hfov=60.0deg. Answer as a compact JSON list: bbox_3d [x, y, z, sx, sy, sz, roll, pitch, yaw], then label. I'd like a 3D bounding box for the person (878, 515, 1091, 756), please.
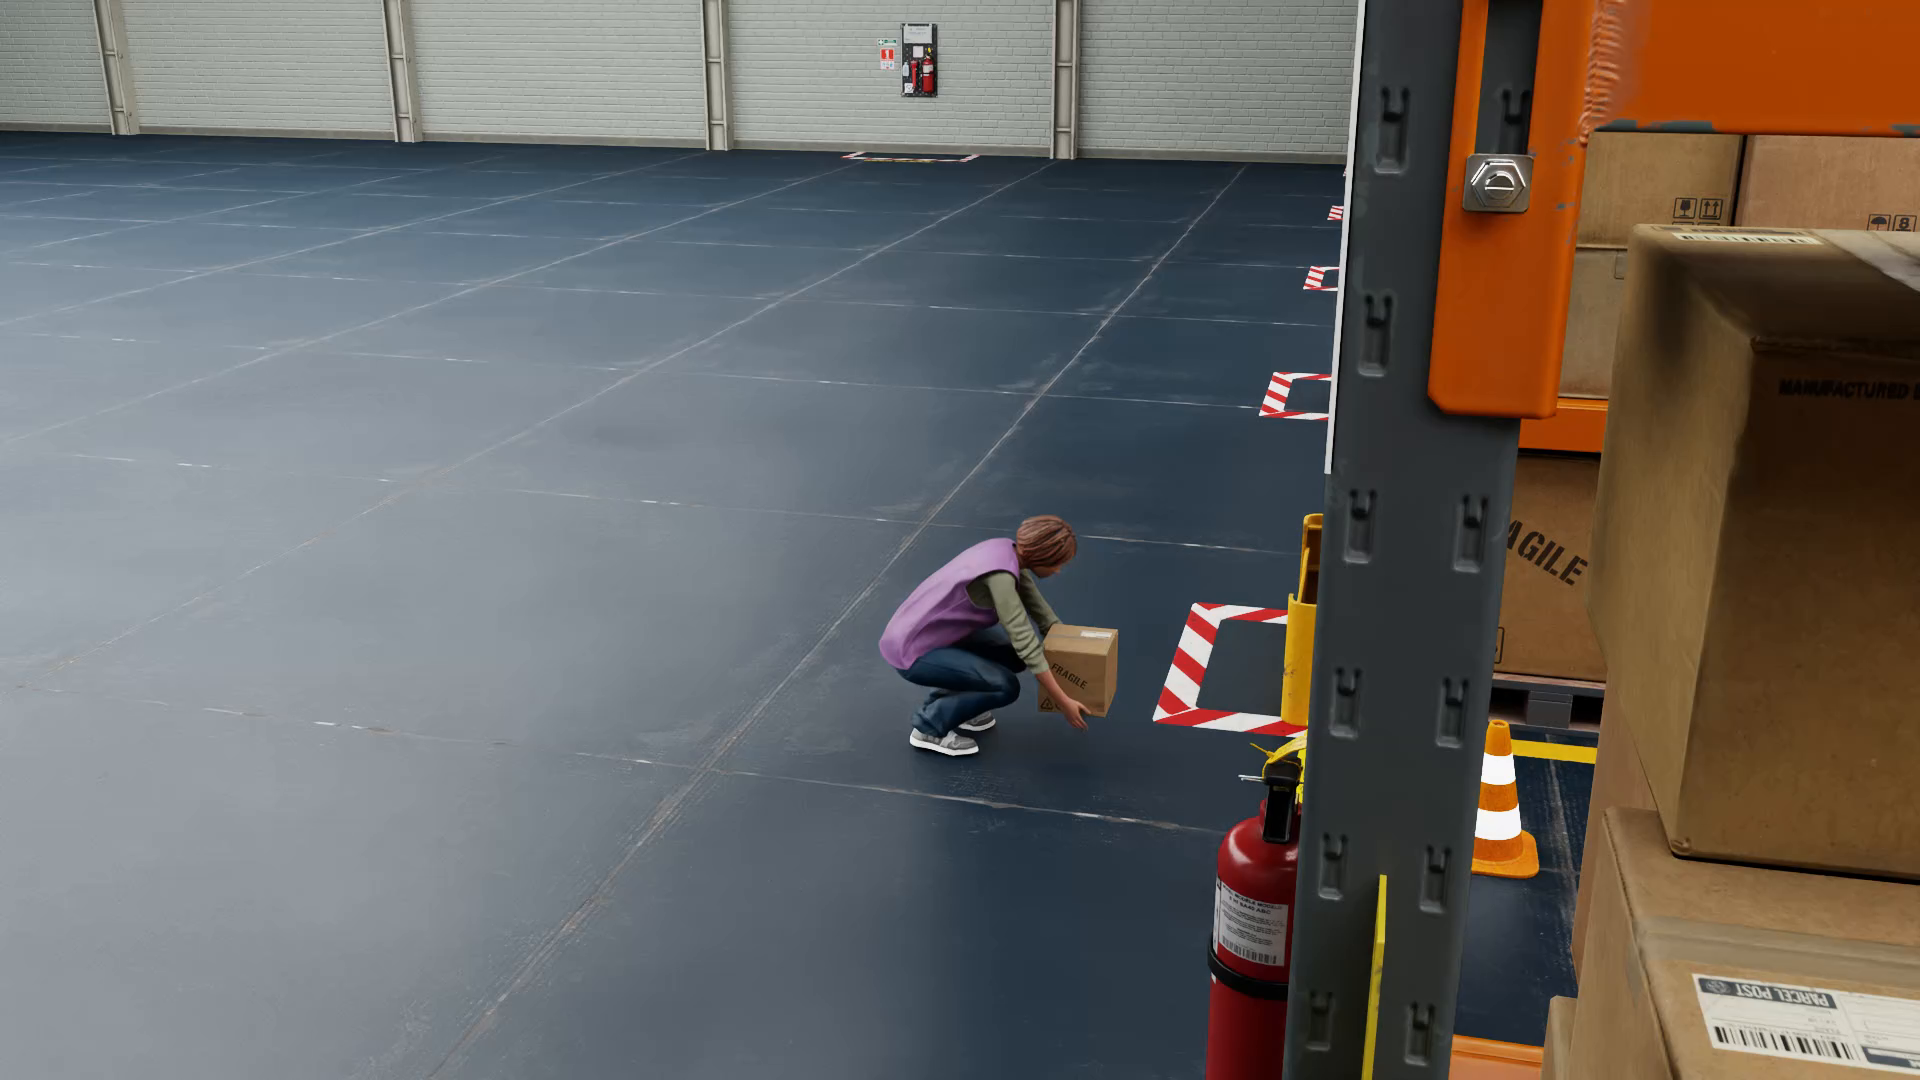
[{"bbox_3d":[0.112,0.347,6.172,0.825,0.889,0.430,4,19,13],"label":"person"}]
